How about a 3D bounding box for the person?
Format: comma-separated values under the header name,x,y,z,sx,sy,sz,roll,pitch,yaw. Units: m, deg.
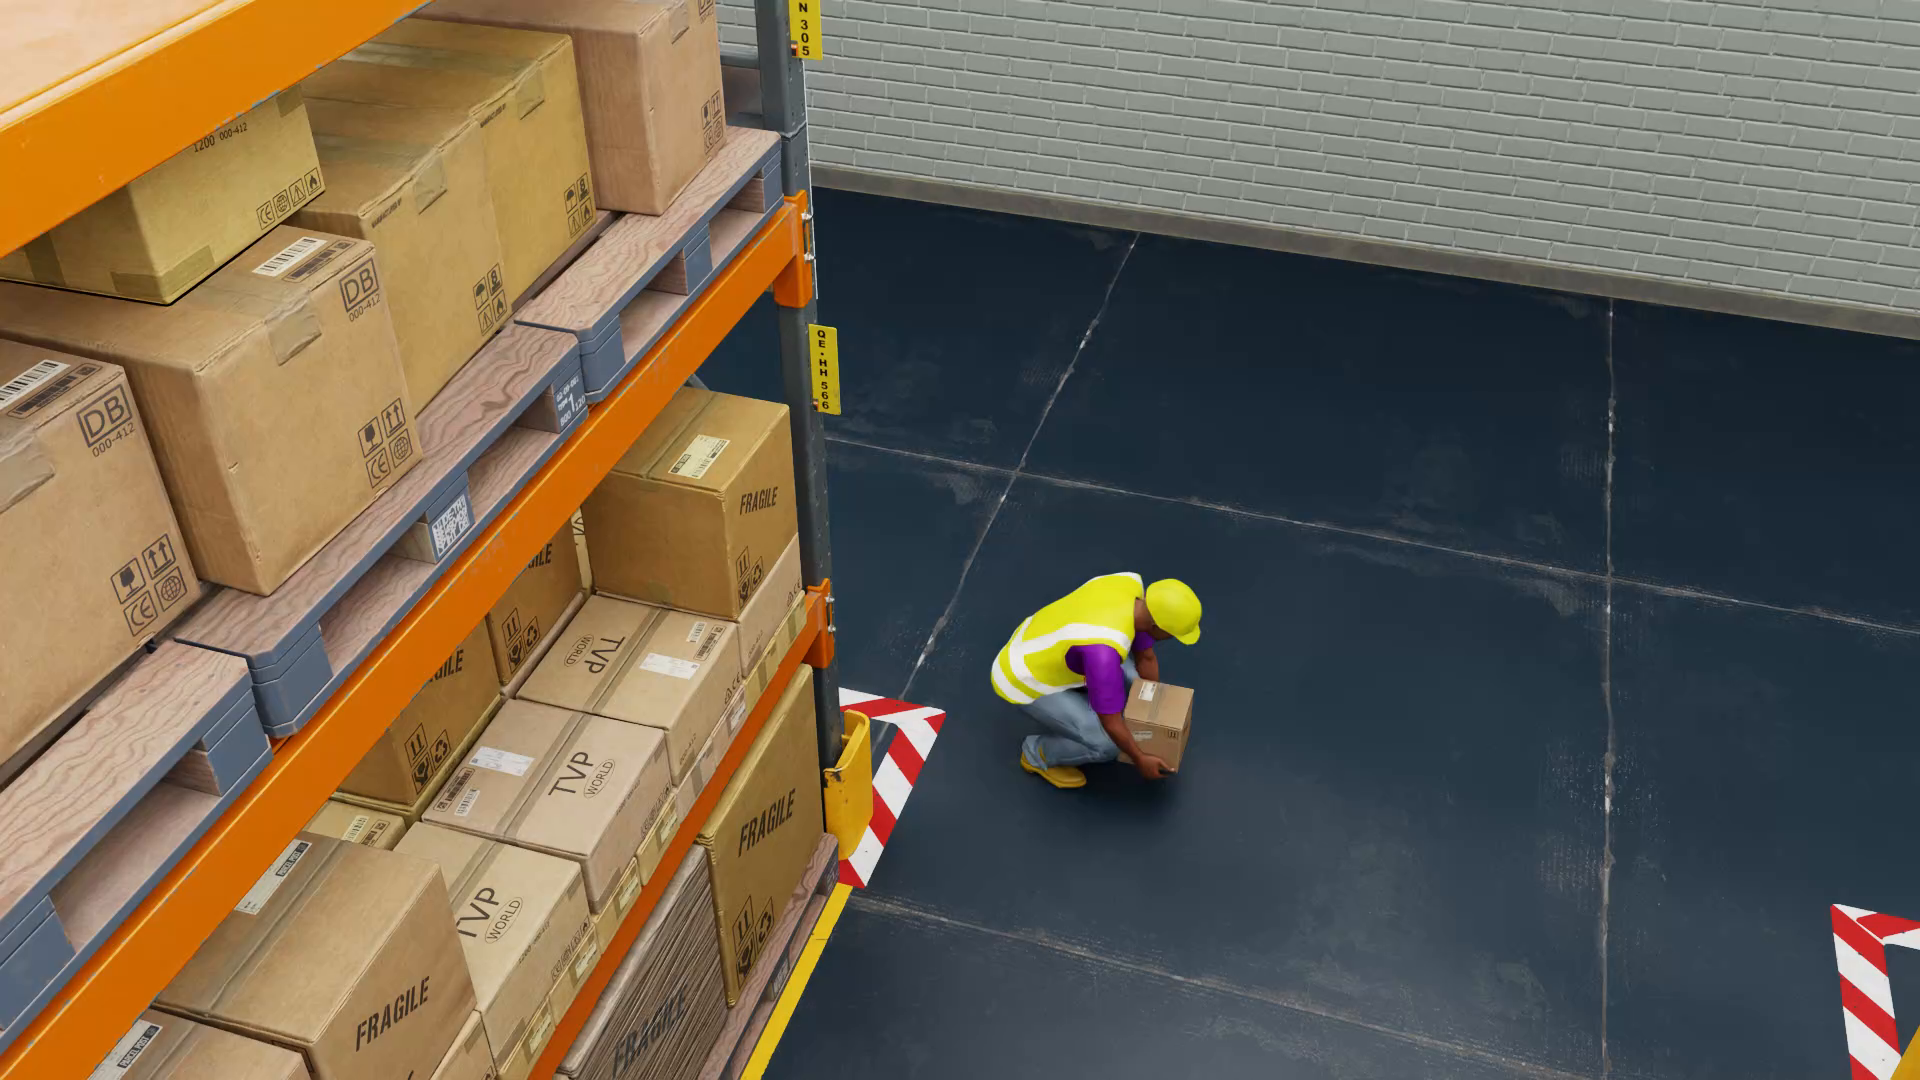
name,x,y,z,sx,sy,sz,roll,pitch,yaw
person,0.559,0.524,6.793,0.827,1.032,0.564,17,40,21
